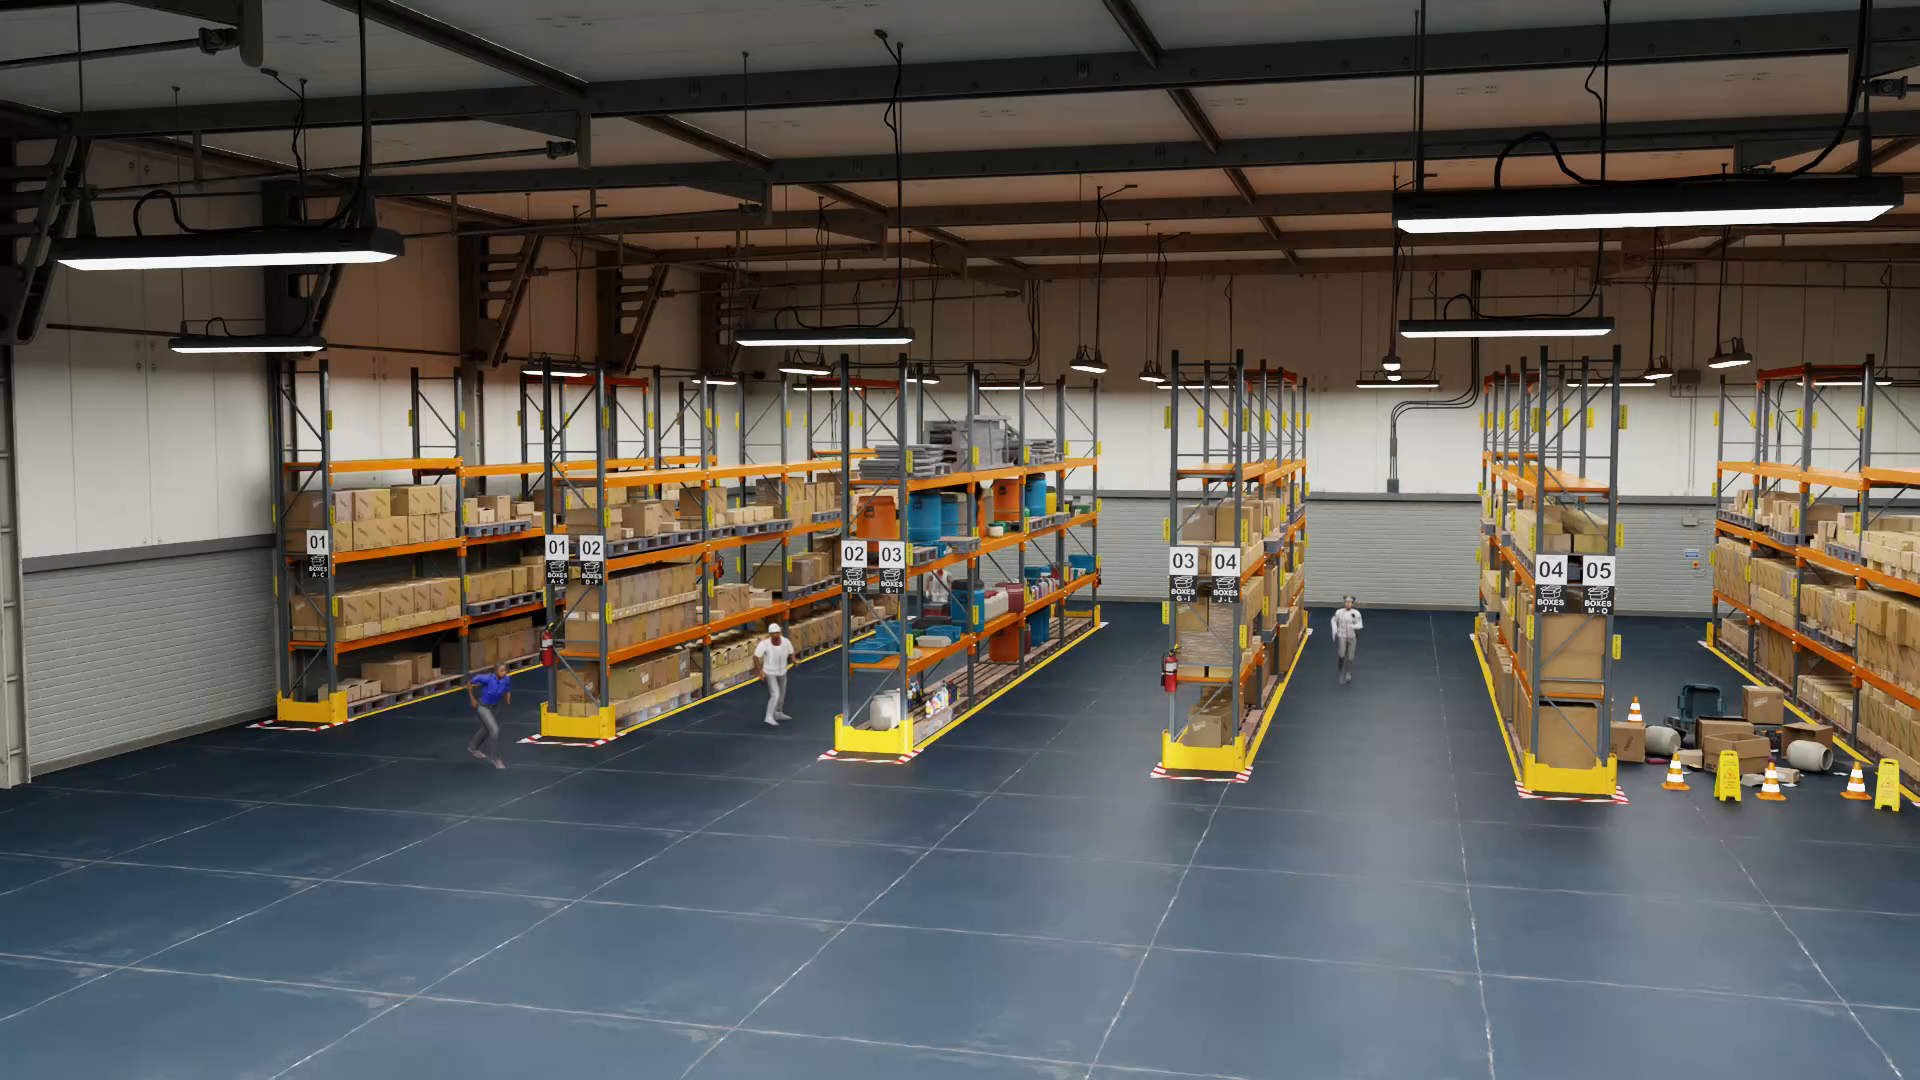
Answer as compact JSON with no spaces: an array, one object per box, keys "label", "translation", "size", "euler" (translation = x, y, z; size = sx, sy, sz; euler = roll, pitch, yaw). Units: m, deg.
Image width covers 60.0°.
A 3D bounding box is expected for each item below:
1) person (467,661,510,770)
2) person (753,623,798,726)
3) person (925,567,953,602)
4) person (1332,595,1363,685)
[{"label":"person","translation":[-6.877,2.519,24.093],"size":[0.955,1.615,0.621],"euler":[4,5,41]},{"label":"person","translation":[-3.010,2.203,27.431],"size":[0.711,1.702,0.804],"euler":[-4,5,-41]},{"label":"person","translation":[-0.487,1.321,39.363],"size":[0.662,1.715,0.706],"euler":[0,4,-3]},{"label":"person","translation":[7.352,1.889,31.585],"size":[0.560,1.717,0.685],"euler":[1,4,10]}]
